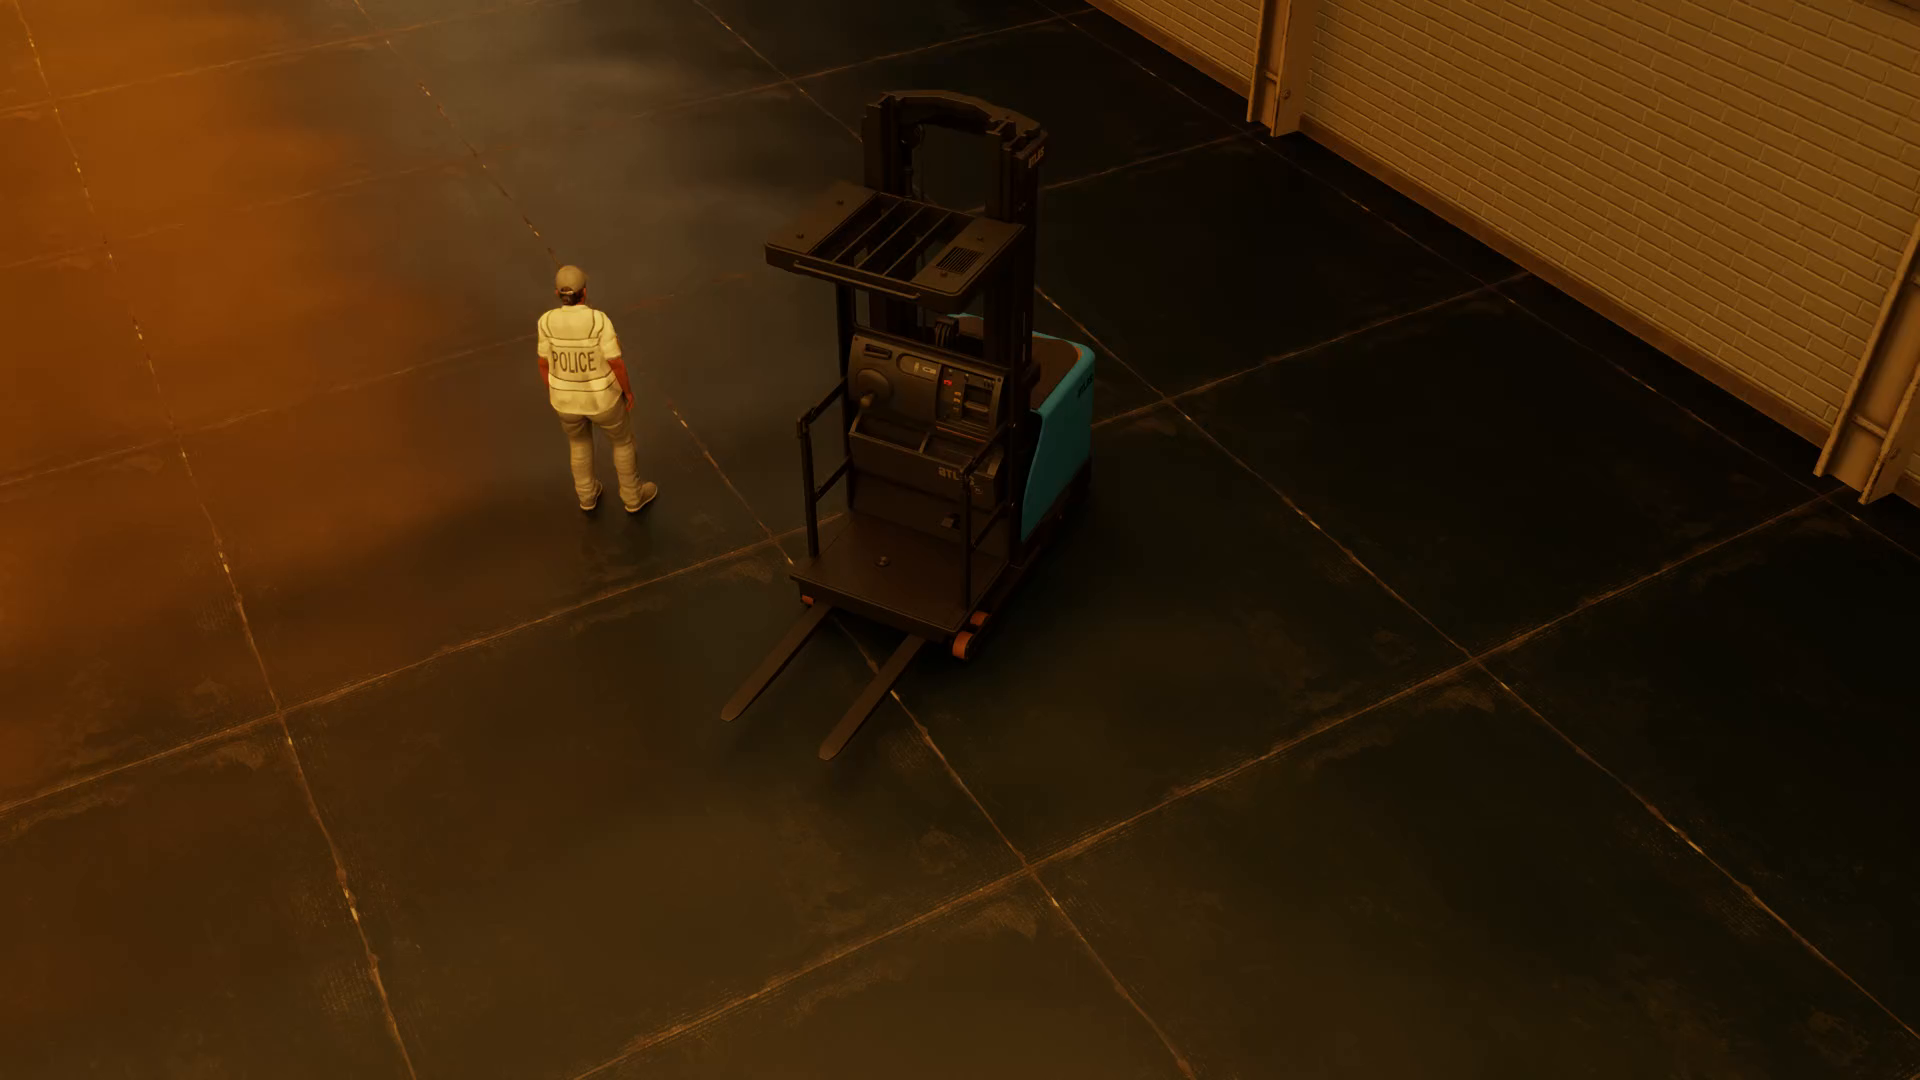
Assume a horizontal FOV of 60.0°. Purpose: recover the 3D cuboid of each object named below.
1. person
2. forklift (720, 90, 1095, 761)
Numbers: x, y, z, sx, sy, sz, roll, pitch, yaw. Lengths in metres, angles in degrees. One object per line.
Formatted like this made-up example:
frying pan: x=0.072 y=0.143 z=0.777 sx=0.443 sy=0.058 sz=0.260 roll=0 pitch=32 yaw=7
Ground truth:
person: x=-2.234 y=-0.895 z=10.108 sx=0.564 sy=1.665 sz=0.470 roll=3 pitch=40 yaw=4
forklift: x=-0.288 y=-0.771 z=8.965 sx=1.130 sy=2.935 sz=3.031 roll=18 pitch=43 yaw=21
